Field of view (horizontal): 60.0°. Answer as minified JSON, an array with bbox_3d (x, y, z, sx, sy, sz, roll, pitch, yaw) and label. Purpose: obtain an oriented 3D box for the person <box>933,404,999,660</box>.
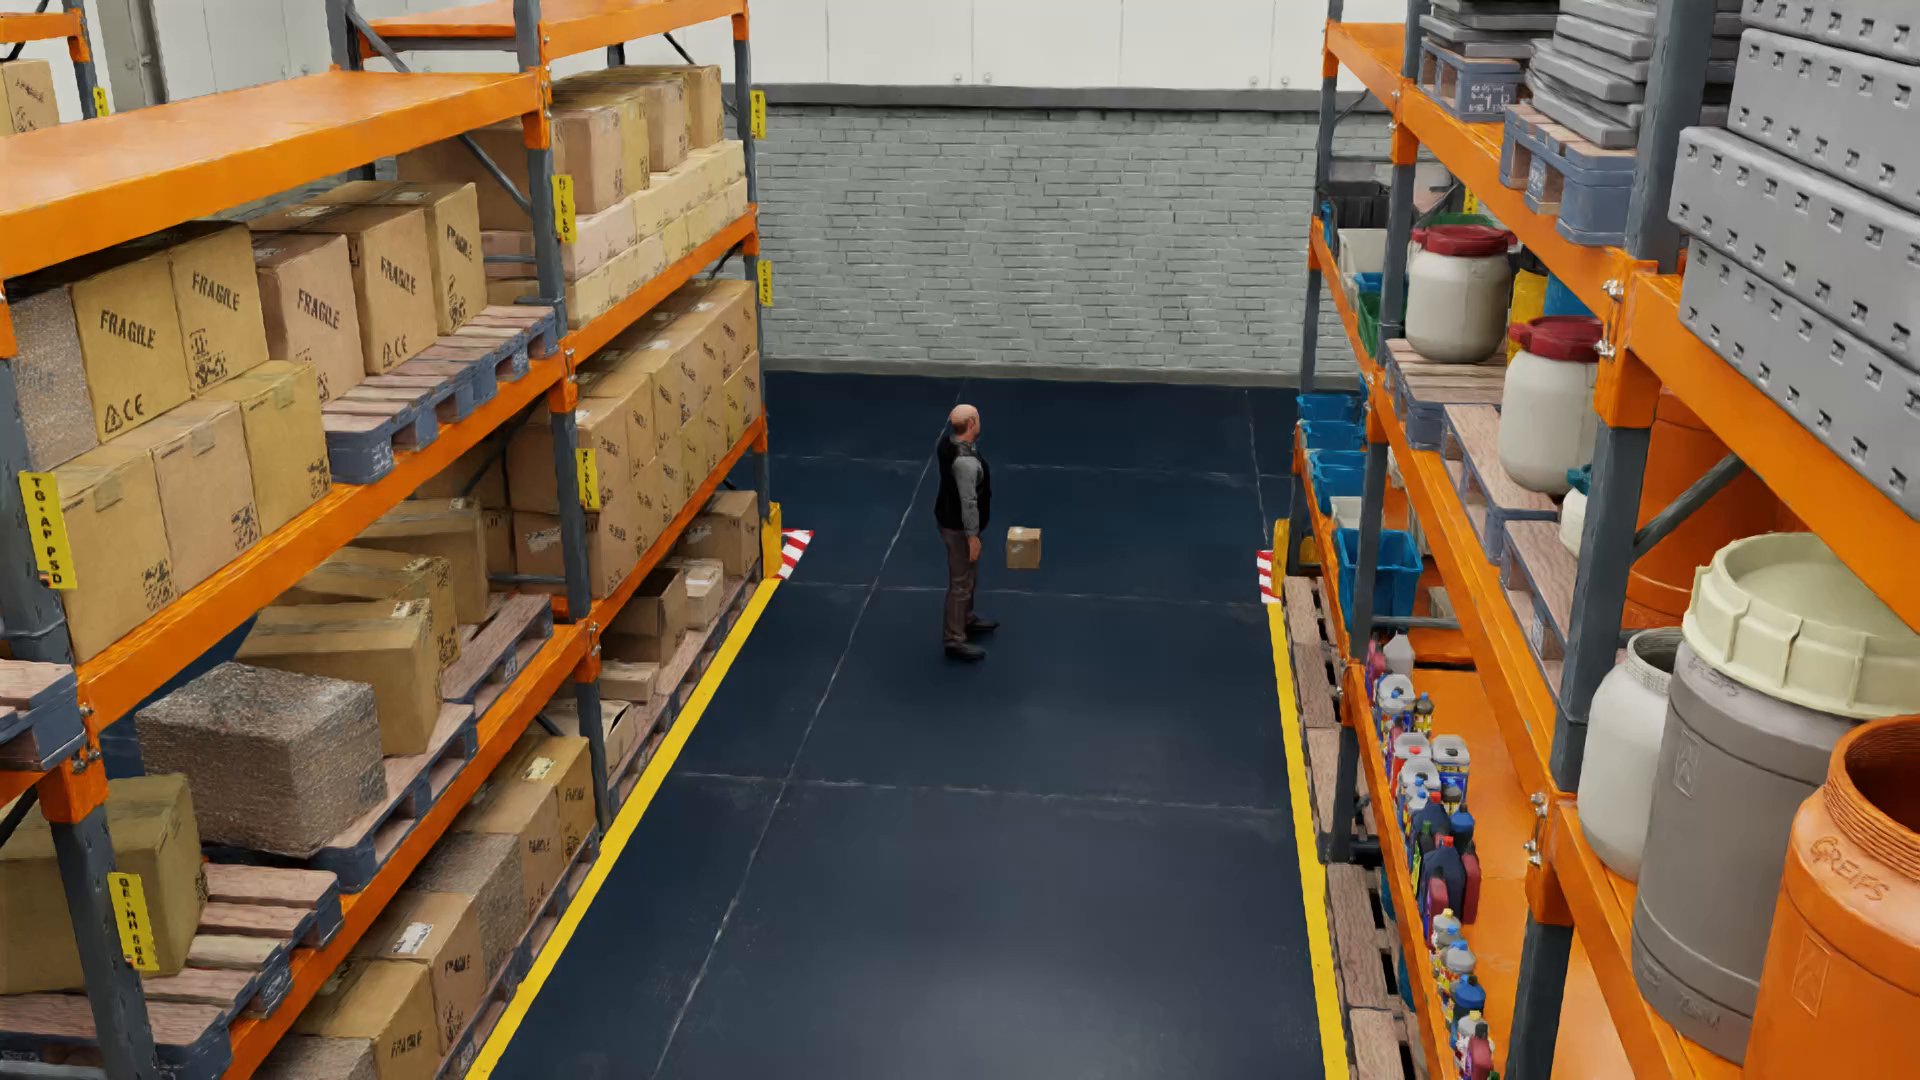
[{"bbox_3d":[0.073,-0.090,11.273,0.470,1.730,0.588,-4,21,-11],"label":"person"}]
